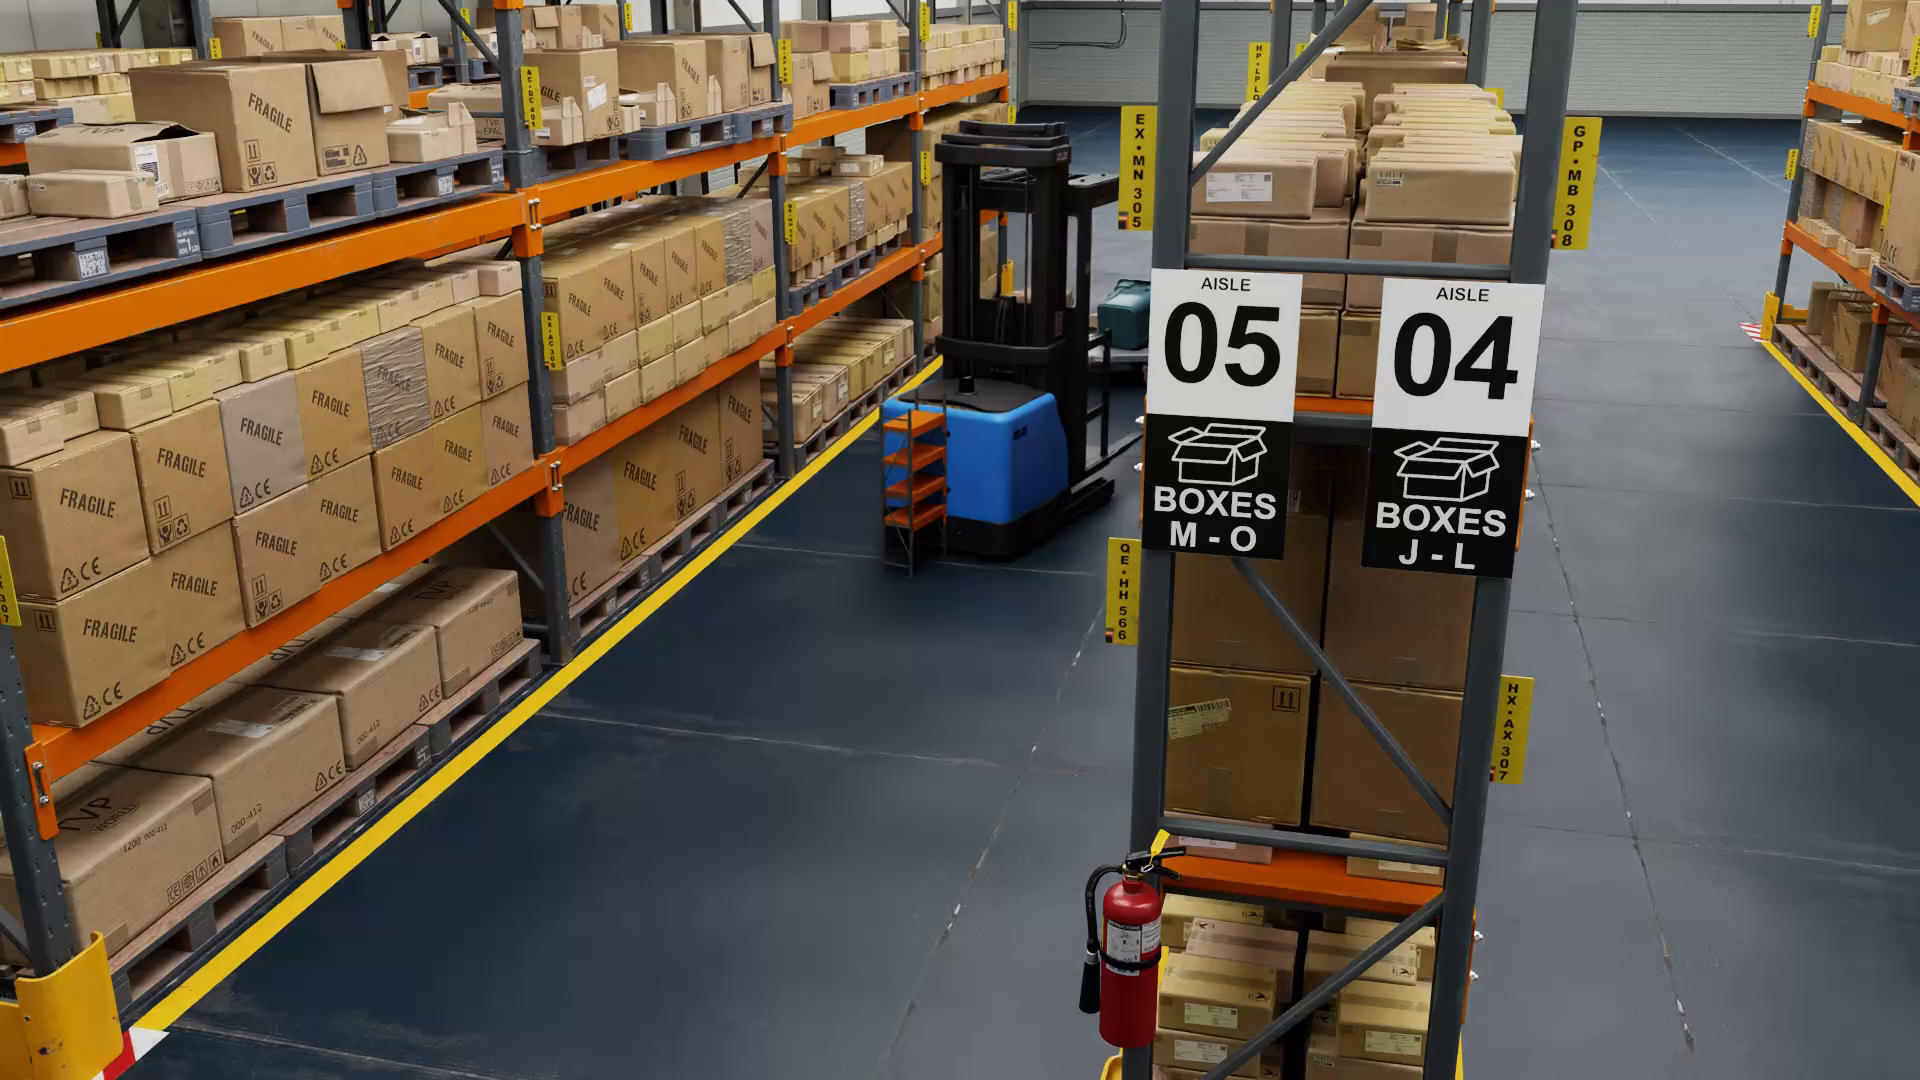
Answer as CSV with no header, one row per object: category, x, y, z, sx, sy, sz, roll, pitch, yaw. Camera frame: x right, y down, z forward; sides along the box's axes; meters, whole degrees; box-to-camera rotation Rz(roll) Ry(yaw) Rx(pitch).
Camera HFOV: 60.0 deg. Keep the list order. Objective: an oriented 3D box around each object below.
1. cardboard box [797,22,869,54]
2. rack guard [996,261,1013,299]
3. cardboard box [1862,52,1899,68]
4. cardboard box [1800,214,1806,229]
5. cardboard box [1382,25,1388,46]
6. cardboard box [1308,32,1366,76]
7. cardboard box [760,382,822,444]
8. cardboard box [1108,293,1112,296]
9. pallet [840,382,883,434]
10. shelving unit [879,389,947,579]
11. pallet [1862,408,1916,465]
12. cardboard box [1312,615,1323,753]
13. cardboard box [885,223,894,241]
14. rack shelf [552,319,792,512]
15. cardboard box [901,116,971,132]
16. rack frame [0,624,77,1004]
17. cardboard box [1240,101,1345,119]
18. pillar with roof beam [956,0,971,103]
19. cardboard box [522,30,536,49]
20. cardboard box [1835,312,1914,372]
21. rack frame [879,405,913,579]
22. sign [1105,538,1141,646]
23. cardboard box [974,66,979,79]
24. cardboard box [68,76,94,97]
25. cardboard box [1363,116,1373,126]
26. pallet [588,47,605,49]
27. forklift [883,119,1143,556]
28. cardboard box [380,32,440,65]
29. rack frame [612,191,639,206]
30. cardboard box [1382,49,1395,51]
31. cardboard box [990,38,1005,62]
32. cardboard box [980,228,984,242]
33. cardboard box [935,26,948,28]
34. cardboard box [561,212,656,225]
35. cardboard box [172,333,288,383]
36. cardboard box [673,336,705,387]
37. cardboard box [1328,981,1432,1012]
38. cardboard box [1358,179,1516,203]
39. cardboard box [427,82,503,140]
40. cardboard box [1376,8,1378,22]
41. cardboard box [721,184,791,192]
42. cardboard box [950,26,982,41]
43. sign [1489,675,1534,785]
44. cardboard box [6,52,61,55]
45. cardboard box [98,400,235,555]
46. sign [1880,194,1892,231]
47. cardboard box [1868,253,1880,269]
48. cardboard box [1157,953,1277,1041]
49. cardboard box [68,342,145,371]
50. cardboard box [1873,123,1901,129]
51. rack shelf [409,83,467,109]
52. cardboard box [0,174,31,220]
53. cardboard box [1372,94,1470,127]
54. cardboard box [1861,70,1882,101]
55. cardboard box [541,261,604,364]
cardboard box,-1.130,-4.492,14.866,0.500,0.250,0.500,5,19,14
rack guard,0.075,-3.268,20.983,1.175,0.500,0.348,5,19,13
cardboard box,9.045,-4.675,16.208,0.380,0.149,0.250,4,19,13
cardboard box,9.323,-3.426,17.967,0.380,0.149,0.250,5,19,13
cardboard box,3.812,-4.772,15.845,0.500,0.250,0.500,4,19,13
cardboard box,2.471,-3.171,10.850,0.396,0.266,0.258,5,19,13
cardboard box,-1.713,-1.099,14.181,0.950,0.372,0.625,3,19,10
cardboard box,2.119,-2.543,18.855,0.797,0.503,0.637,-9,21,-24
pallet,-1.369,-1.274,15.591,1.003,0.211,1.213,5,19,13
shelving unit,-0.318,-0.388,11.468,0.258,1.200,0.503,10,21,26
pallet,8.537,-0.875,14.423,1.003,0.211,1.213,5,19,13
cardboard box,1.000,0.389,5.794,0.500,0.500,0.500,4,19,12
cardboard box,-0.852,-2.953,15.932,0.380,0.149,0.250,4,19,12
rack shelf,-2.350,-1.000,11.589,1.077,0.370,4.000,5,19,13
cardboard box,-0.271,-4.317,18.024,0.700,0.500,0.500,4,19,12
rack frame,-3.816,0.540,5.966,1.000,3.000,0.127,5,19,13
cardboard box,1.313,-1.648,6.573,0.380,0.149,0.250,6,20,16
pillar with roof beam,4.274,-14.740,41.421,9.100,9.000,0.400,5,19,13
cardboard box,-5.041,-5.655,18.867,0.396,0.266,0.258,4,19,12
cardboard box,9.070,-1.958,16.496,0.500,0.500,0.500,3,19,9
rack frame,-0.432,-0.318,11.264,0.240,1.200,0.015,10,21,26
sign,0.476,0.151,4.823,0.100,0.325,0.005,5,19,13
cardboard box,0.009,-5.325,18.884,0.380,0.149,0.250,5,19,13
cardboard box,-6.827,-3.450,12.622,0.380,0.149,0.250,5,19,14
cardboard box,1.636,-1.808,7.658,0.500,0.250,0.500,5,20,15
pallet,-4.919,-6.024,20.680,1.003,0.211,1.213,5,19,13
forklift,0.566,-1.705,12.645,1.130,2.935,3.031,10,21,26
cardboard box,-5.639,-4.989,16.847,0.500,0.311,0.500,4,19,12
rack frame,-4.721,-4.866,21.793,1.000,3.000,0.127,5,19,13
cardboard box,3.602,-3.759,13.246,0.500,0.311,0.500,4,19,12
cardboard box,0.230,-5.783,19.608,0.500,0.250,0.500,4,19,13
cardboard box,0.061,-3.564,19.421,0.380,0.149,0.250,5,19,14
cardboard box,-0.358,-5.904,19.347,0.380,0.149,0.250,5,19,13
cardboard box,-2.472,-2.036,11.805,0.500,0.500,0.500,5,20,15
cardboard box,-3.129,-0.782,7.133,0.380,0.149,0.250,5,19,14
cardboard box,-2.078,-1.238,11.402,0.500,0.250,0.500,4,19,12
cardboard box,1.507,1.683,5.919,0.380,0.149,0.250,5,19,13
cardboard box,1.495,-0.967,5.195,0.500,0.250,0.500,4,19,13
cardboard box,-2.827,-2.583,9.956,0.500,0.311,0.500,5,19,13
cardboard box,3.906,-5.162,16.370,0.380,0.149,0.250,5,19,14
cardboard box,-1.782,-2.840,14.597,0.500,0.500,0.500,3,19,10
cardboard box,0.040,-5.789,19.010,0.380,0.149,0.250,5,19,14
sign,1.535,0.532,4.649,0.100,0.325,0.005,5,19,13
cardboard box,-7.202,-3.700,12.895,0.380,0.149,0.250,5,20,15
cardboard box,-3.303,-0.271,6.639,0.500,0.500,0.500,4,19,12
sign,8.198,-2.889,14.665,0.100,0.325,0.005,5,19,13
cardboard box,8.683,-2.562,15.435,0.380,0.149,0.250,5,19,13
cardboard box,0.892,1.582,5.756,0.380,0.149,0.250,5,19,14
cardboard box,-3.668,-0.737,6.999,0.380,0.149,0.250,4,19,13
cardboard box,9.692,-4.005,17.110,0.500,0.500,0.500,5,19,13
rack shelf,-6.187,-4.064,15.919,1.077,0.370,4.000,5,19,13
cardboard box,-3.768,-1.293,6.275,0.380,0.149,0.250,3,19,9
cardboard box,1.923,-1.772,6.937,0.380,0.149,0.250,5,20,15
cardboard box,8.841,-4.274,15.651,0.500,0.250,0.500,5,19,13
cardboard box,-2.452,-1.350,9.797,0.500,0.500,0.500,5,19,14
